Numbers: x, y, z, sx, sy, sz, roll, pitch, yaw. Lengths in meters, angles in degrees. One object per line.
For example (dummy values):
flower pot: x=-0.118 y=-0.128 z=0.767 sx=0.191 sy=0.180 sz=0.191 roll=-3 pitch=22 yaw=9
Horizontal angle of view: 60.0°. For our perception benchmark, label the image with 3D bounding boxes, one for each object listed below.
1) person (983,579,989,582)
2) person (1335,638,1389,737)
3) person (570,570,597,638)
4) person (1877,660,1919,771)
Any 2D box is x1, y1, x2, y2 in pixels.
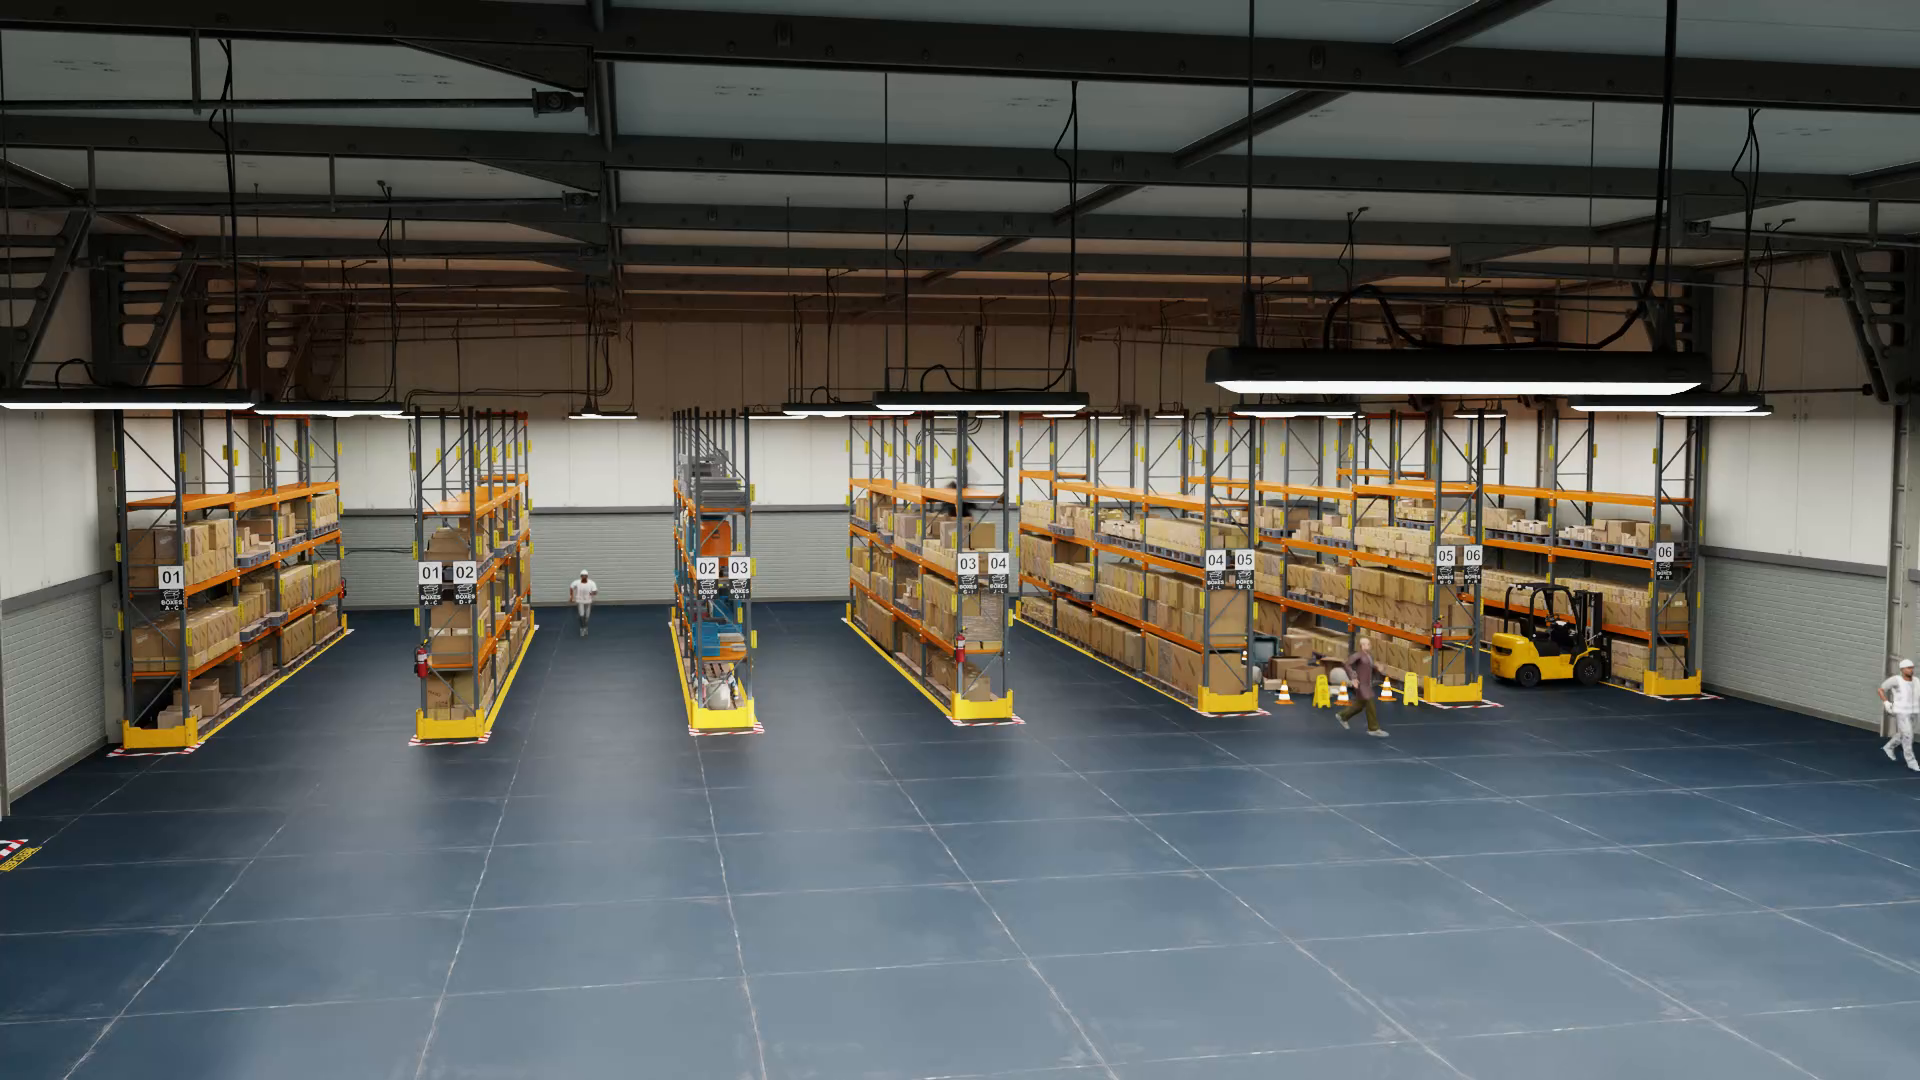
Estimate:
person: x=0.509 y=1.528 z=47.863 sx=0.702 sy=1.667 sz=0.796 roll=1 pitch=4 yaw=16
person: x=7.310 y=2.654 z=30.245 sx=1.049 sy=1.761 sz=0.704 roll=3 pitch=5 yaw=34
person: x=-10.011 y=1.698 z=44.305 sx=0.670 sy=1.814 sz=0.834 roll=-2 pitch=4 yaw=-22
person: x=15.597 y=2.852 z=27.432 sx=0.700 sy=1.769 sz=0.997 roll=-1 pitch=4 yaw=-13
